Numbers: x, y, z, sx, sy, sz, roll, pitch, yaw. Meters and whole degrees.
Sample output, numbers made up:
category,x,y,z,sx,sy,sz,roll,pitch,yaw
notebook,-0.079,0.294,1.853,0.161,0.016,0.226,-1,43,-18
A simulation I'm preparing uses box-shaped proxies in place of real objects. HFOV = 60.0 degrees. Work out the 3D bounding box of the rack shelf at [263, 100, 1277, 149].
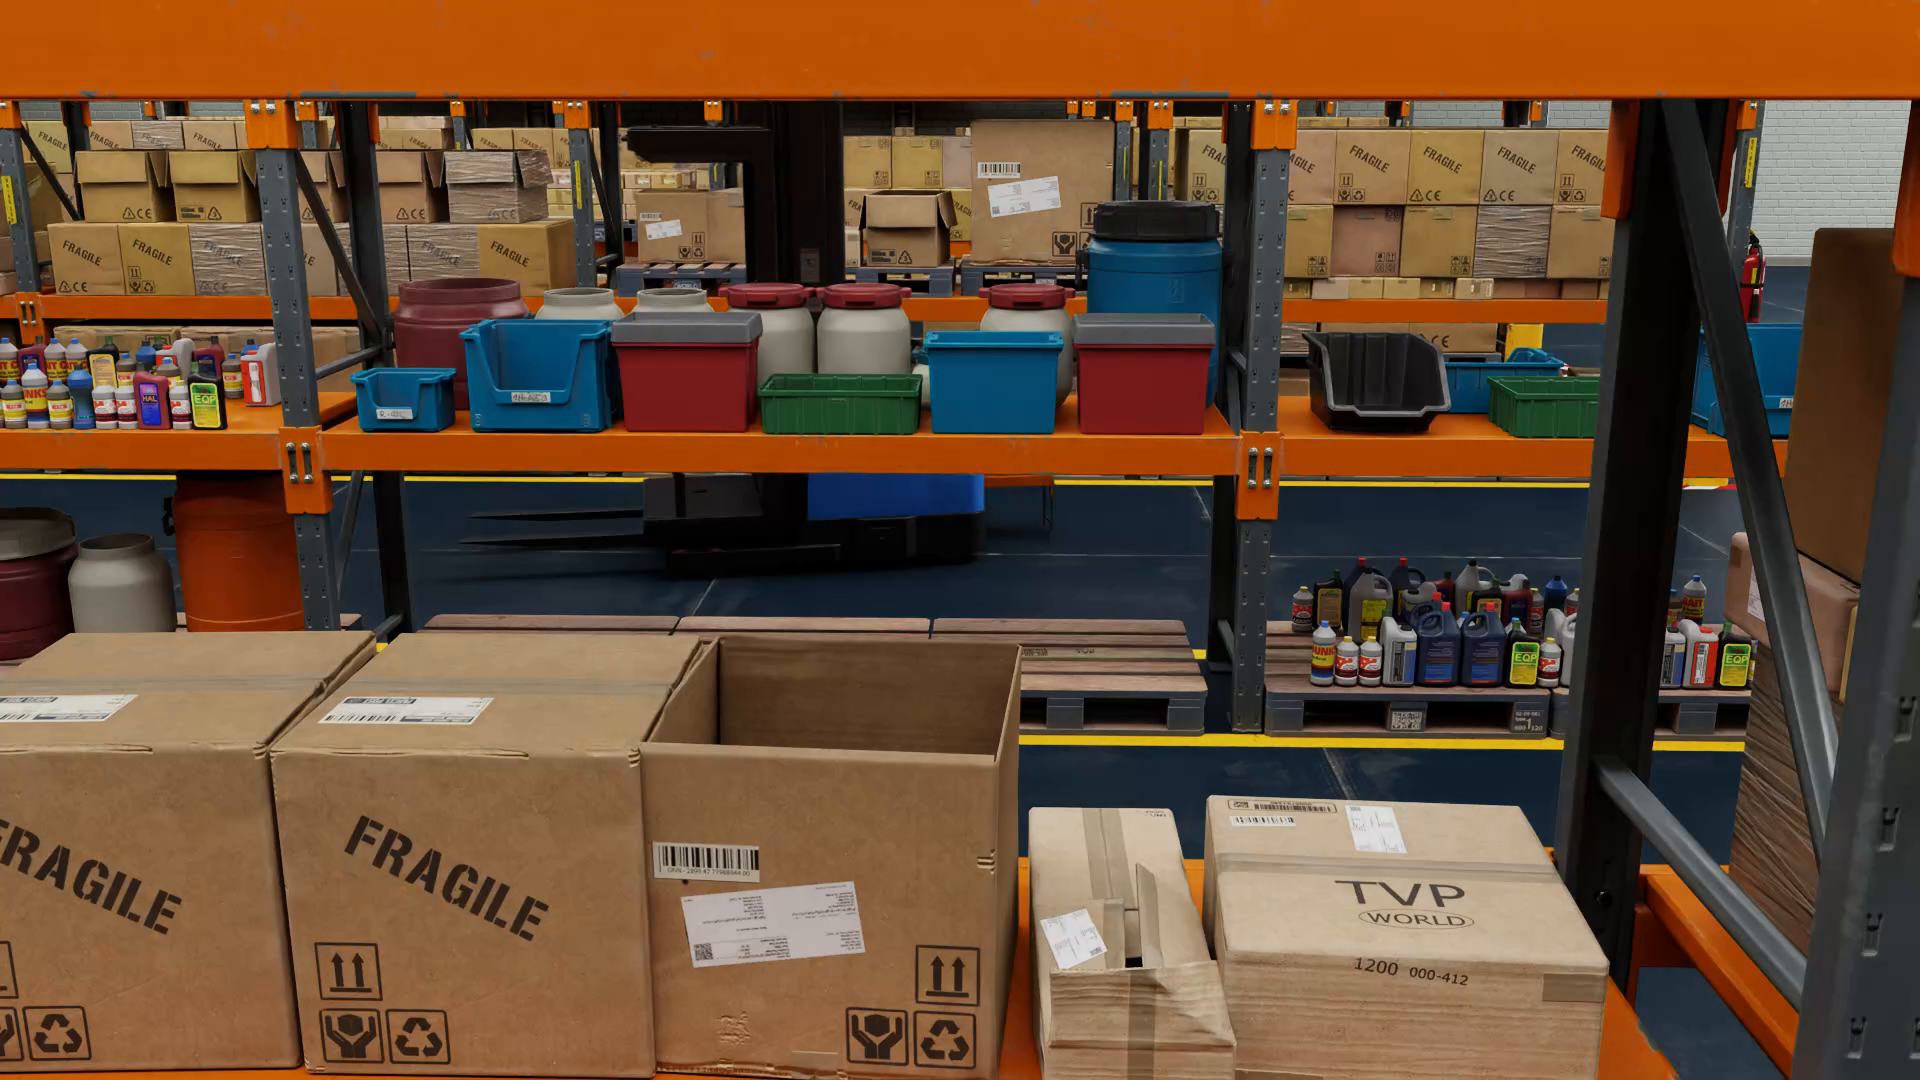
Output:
category,x,y,z,sx,sy,sz,roll,pitch,yaw
rack shelf,-0.748,-1.857,7.030,4.000,0.370,1.077,0,15,1

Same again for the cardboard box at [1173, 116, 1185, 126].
category,x,y,z,sx,sy,sz,roll,pitch,yaw
cardboard box,2.575,-5.141,21.205,0.500,0.500,0.700,0,15,2

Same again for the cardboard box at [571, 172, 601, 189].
category,x,y,z,sx,sy,sz,roll,pitch,yaw
cardboard box,-3.675,-3.555,16.439,0.250,0.149,0.380,1,15,3

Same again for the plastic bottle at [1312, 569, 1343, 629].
category,x,y,z,sx,sy,sz,roll,pitch,yaw
plastic bottle,1.740,0.278,7.868,0.133,0.283,0.061,1,15,4

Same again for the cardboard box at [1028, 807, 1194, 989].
category,x,y,z,sx,sy,sz,roll,pitch,yaw
cardboard box,0.240,0.585,2.735,0.250,0.149,0.380,0,15,1

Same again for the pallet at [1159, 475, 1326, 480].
category,x,y,z,sx,sy,sz,roll,pitch,yaw
pallet,2.050,-0.661,12.432,1.213,0.211,1.003,0,15,1

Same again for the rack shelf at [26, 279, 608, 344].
category,x,y,z,sx,sy,sz,roll,pitch,yaw
rack shelf,-4.621,-1.696,12.298,4.000,0.370,1.077,0,15,1

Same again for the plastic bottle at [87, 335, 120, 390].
category,x,y,z,sx,sy,sz,roll,pitch,yaw
plastic bottle,-3.998,-0.814,7.772,0.133,0.283,0.061,0,15,1

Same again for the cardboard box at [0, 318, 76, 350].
category,x,y,z,sx,sy,sz,roll,pitch,yaw
cardboard box,-7.278,-1.257,12.567,0.875,0.875,0.875,0,15,1

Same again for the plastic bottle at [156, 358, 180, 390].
category,x,y,z,sx,sy,sz,roll,pitch,yaw
plastic bottle,-3.619,-0.728,7.609,0.097,0.201,0.097,0,15,0

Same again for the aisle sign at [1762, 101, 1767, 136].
category,x,y,z,sx,sy,sz,roll,pitch,yaw
aisle sign,5.430,-3.159,11.337,0.004,0.787,0.394,0,15,1

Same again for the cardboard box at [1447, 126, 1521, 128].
category,x,y,z,sx,sy,sz,roll,pitch,yaw
cardboard box,5.234,-3.850,16.641,0.550,0.550,0.875,0,15,1

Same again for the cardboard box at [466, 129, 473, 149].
category,x,y,z,sx,sy,sz,roll,pitch,yaw
cardboard box,-7.726,-6.361,26.813,0.500,0.500,0.500,0,15,0

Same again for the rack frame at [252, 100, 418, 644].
category,x,y,z,sx,sy,sz,roll,pitch,yaw
rack frame,-2.748,-0.768,7.370,0.127,3.000,1.000,0,15,1

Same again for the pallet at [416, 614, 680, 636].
category,x,y,z,sx,sy,sz,roll,pitch,yaw
pallet,-1.974,0.596,7.669,1.213,0.211,1.003,0,15,1

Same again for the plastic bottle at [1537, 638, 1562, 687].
category,x,y,z,sx,sy,sz,roll,pitch,yaw
plastic bottle,2.518,0.519,7.117,0.097,0.201,0.097,0,15,0

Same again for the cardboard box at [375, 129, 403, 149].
category,x,y,z,sx,sy,sz,roll,pitch,yaw
cardboard box,-7.353,-5.054,21.460,0.500,0.500,0.500,0,15,1

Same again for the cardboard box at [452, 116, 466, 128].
category,x,y,z,sx,sy,sz,roll,pitch,yaw
cardboard box,-6.676,-5.498,21.871,0.250,0.149,0.380,0,15,1

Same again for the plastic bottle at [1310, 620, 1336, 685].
category,x,y,z,sx,sy,sz,roll,pitch,yaw
plastic bottle,1.558,0.479,7.131,0.097,0.271,0.097,0,15,0

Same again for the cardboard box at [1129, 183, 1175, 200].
category,x,y,z,sx,sy,sz,roll,pitch,yaw
cardboard box,1.974,-3.342,16.834,0.550,0.550,0.875,0,15,1

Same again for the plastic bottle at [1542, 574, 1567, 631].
category,x,y,z,sx,sy,sz,roll,pitch,yaw
plastic bottle,2.800,0.295,7.826,0.097,0.271,0.097,0,15,0

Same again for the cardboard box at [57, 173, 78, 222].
category,x,y,z,sx,sy,sz,roll,pitch,yaw
cardboard box,-8.924,-3.463,16.805,0.500,0.500,0.500,1,15,2

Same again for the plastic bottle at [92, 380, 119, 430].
category,x,y,z,sx,sy,sz,roll,pitch,yaw
plastic bottle,-3.606,-0.573,7.021,0.097,0.201,0.097,0,15,0

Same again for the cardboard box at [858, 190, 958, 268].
category,x,y,z,sx,sy,sz,roll,pitch,yaw
cardboard box,-0.358,-2.245,11.945,0.637,0.503,0.797,2,15,7

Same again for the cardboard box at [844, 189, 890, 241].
category,x,y,z,sx,sy,sz,roll,pitch,yaw
cardboard box,-0.939,-3.266,16.642,0.500,0.500,0.500,0,15,1

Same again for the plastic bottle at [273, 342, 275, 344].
category,x,y,z,sx,sy,sz,roll,pitch,yaw
plastic bottle,-3.172,-0.793,7.709,0.135,0.276,0.152,0,15,1

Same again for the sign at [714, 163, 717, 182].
category,x,y,z,sx,sy,sz,roll,pitch,yaw
sign,-2.398,-3.678,16.287,0.005,0.325,0.100,0,15,1

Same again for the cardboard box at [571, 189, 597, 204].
category,x,y,z,sx,sy,sz,roll,pitch,yaw
cardboard box,-3.679,-3.412,16.477,0.250,0.149,0.380,0,15,2

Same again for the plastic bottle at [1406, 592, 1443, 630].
category,x,y,z,sx,sy,sz,roll,pitch,yaw
plastic bottle,2.051,0.401,7.271,0.185,0.351,0.144,0,15,1

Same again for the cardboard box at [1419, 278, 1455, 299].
category,x,y,z,sx,sy,sz,roll,pitch,yaw
cardboard box,3.336,-1.809,11.808,0.250,0.149,0.380,0,15,1

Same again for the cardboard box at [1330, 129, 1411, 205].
category,x,y,z,sx,sy,sz,roll,pitch,yaw
cardboard box,2.820,-2.606,11.600,0.500,0.500,0.500,0,15,1

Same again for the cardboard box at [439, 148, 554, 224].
category,x,y,z,sx,sy,sz,roll,pitch,yaw
cardboard box,-3.352,-2.573,12.050,0.637,0.503,0.797,1,15,3

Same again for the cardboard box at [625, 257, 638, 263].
category,x,y,z,sx,sy,sz,roll,pitch,yaw
cardboard box,-3.948,-3.766,22.077,0.875,0.875,0.875,1,15,2

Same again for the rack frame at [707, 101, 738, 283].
category,x,y,z,sx,sy,sz,roll,pitch,yaw
rack frame,-2.394,-3.295,16.949,0.127,3.000,1.000,0,15,1

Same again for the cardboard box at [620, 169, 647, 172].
category,x,y,z,sx,sy,sz,roll,pitch,yaw
cardboard box,-3.364,-3.720,17.065,0.250,0.149,0.380,0,15,1

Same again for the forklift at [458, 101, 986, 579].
category,x,y,z,sx,sy,sz,roll,pitch,yaw
forklift,-1.411,-1.341,9.676,3.031,2.935,1.130,-3,15,-10

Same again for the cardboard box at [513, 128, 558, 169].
category,x,y,z,sx,sy,sz,roll,pitch,yaw
cardboard box,-5.425,-5.043,21.420,0.500,0.500,0.500,0,15,1

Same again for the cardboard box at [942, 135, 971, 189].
category,x,y,z,sx,sy,sz,roll,pitch,yaw
cardboard box,0.089,-3.809,16.740,0.500,0.500,0.700,0,15,2

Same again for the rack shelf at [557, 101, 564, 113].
category,x,y,z,sx,sy,sz,roll,pitch,yaw
rack shelf,-4.244,-6.939,26.293,4.000,0.370,1.077,0,15,1

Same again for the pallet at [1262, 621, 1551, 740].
category,x,y,z,sx,sy,sz,roll,pitch,yaw
pallet,1.921,0.622,7.570,1.213,0.211,1.003,0,15,1

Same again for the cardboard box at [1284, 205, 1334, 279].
category,x,y,z,sx,sy,sz,roll,pitch,yaw
cardboard box,2.325,-2.166,11.891,0.500,0.500,0.875,0,15,1

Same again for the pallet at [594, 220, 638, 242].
category,x,y,z,sx,sy,sz,roll,pitch,yaw
pallet,-3.109,-3.180,16.888,1.003,0.211,1.213,0,15,1

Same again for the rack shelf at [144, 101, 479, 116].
category,x,y,z,sx,sy,sz,roll,pitch,yaw
rack shelf,-8.366,-5.700,21.594,4.000,0.370,1.077,0,15,1

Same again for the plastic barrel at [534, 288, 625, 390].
category,x,y,z,sx,sy,sz,roll,pitch,yaw
plastic barrel,-1.714,-0.870,7.537,0.421,0.512,0.421,0,15,0

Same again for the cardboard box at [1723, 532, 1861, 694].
category,x,y,z,sx,sy,sz,roll,pitch,yaw
cardboard box,1.398,0.107,2.588,0.250,0.149,0.380,0,15,1

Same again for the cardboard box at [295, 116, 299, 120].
category,x,y,z,sx,sy,sz,roll,pitch,yaw
cardboard box,-8.469,-5.362,21.355,0.250,0.149,0.380,0,15,0

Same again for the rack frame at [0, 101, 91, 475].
category,x,y,z,sx,sy,sz,roll,pitch,yaw
rack frame,-6.620,-2.057,12.256,0.127,3.000,1.000,0,15,1

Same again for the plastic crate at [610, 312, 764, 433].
category,x,y,z,sx,sy,sz,roll,pitch,yaw
plastic crate,-1.140,-0.710,7.026,0.583,0.464,0.402,0,15,1

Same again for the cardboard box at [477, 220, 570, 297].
category,x,y,z,sx,sy,sz,roll,pitch,yaw
cardboard box,-3.121,-2.019,11.917,0.500,0.500,0.500,1,15,3

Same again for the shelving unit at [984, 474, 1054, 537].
category,x,y,z,sx,sy,sz,roll,pitch,yaw
shelving unit,0.317,-0.618,10.329,0.503,1.200,0.258,-3,15,-10

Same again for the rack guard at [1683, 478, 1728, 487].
category,x,y,z,sx,sy,sz,roll,pitch,yaw
rack guard,5.300,-0.771,12.281,0.348,0.500,1.175,0,15,1
